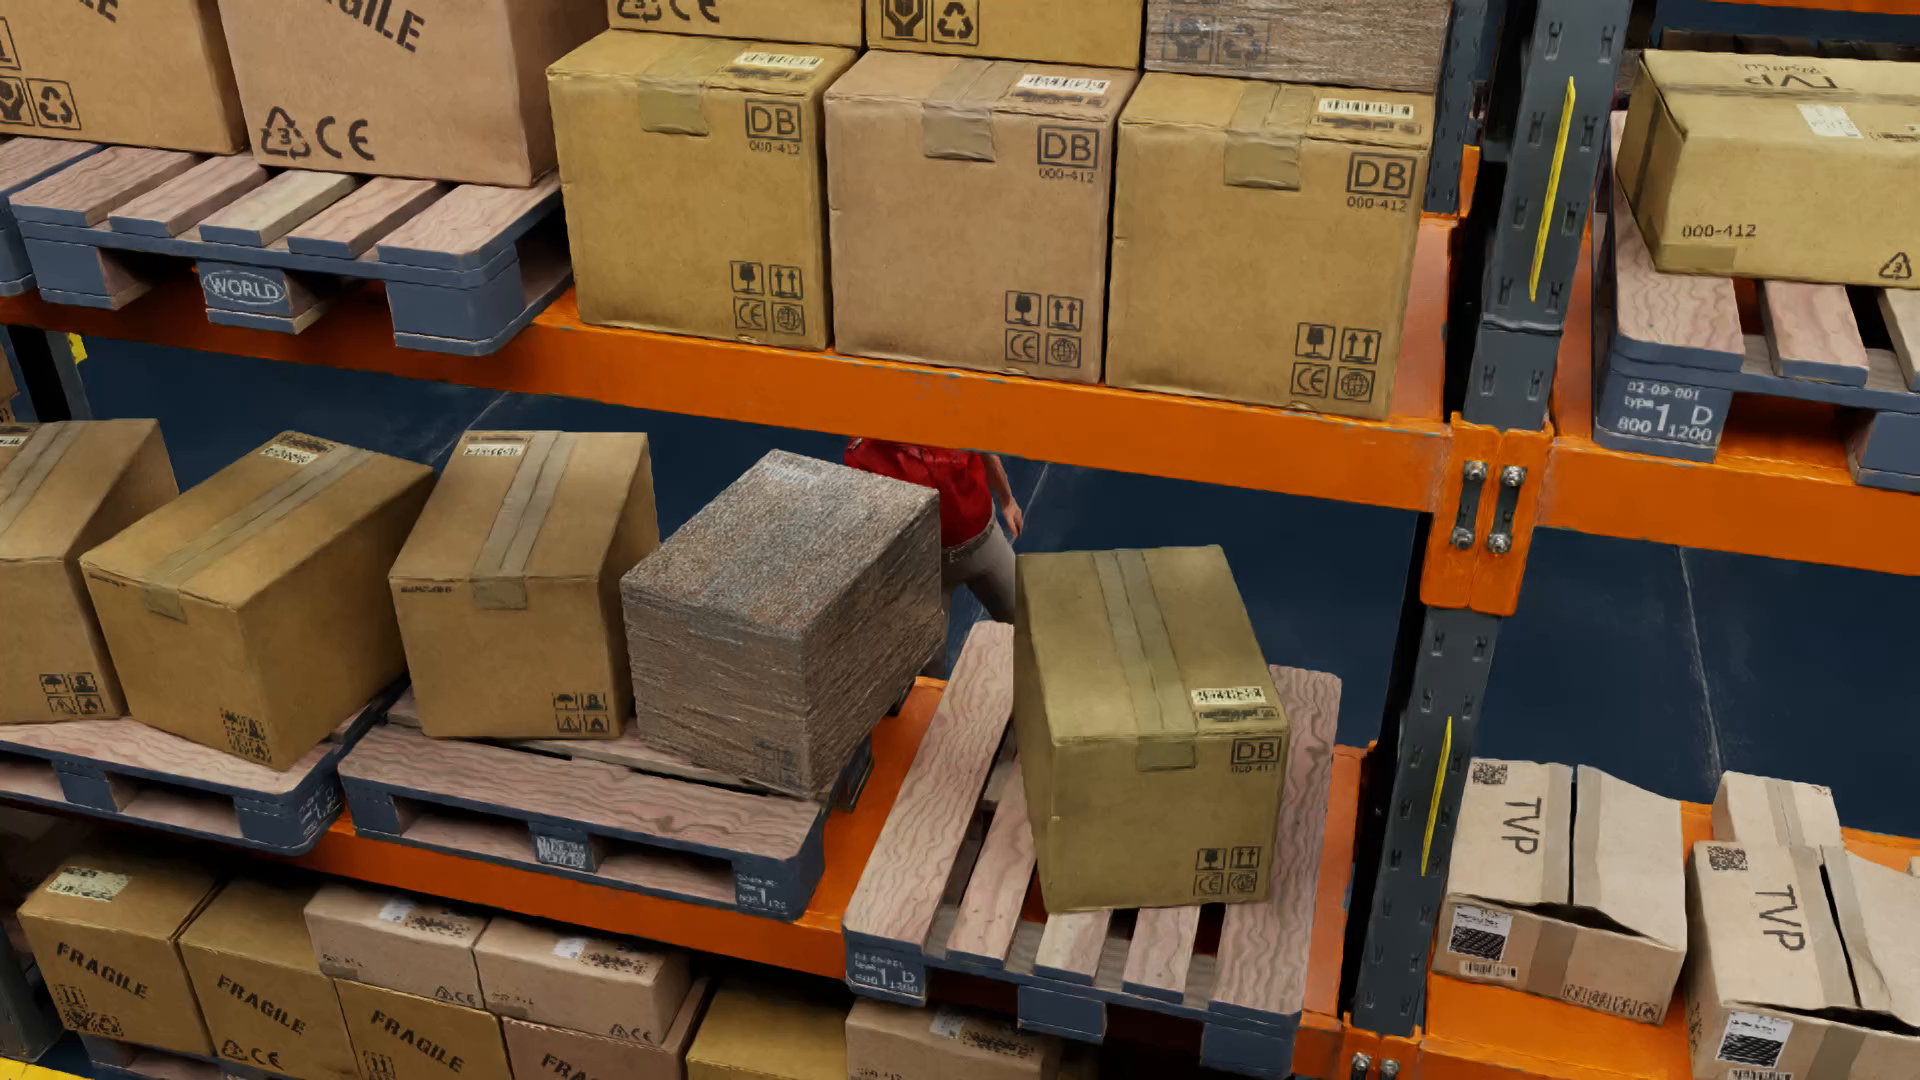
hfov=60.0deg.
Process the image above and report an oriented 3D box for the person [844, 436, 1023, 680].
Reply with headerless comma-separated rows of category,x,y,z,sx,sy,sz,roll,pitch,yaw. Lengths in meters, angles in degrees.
person,0.015,0.079,6.015,0.827,1.719,0.429,-11,34,-16
